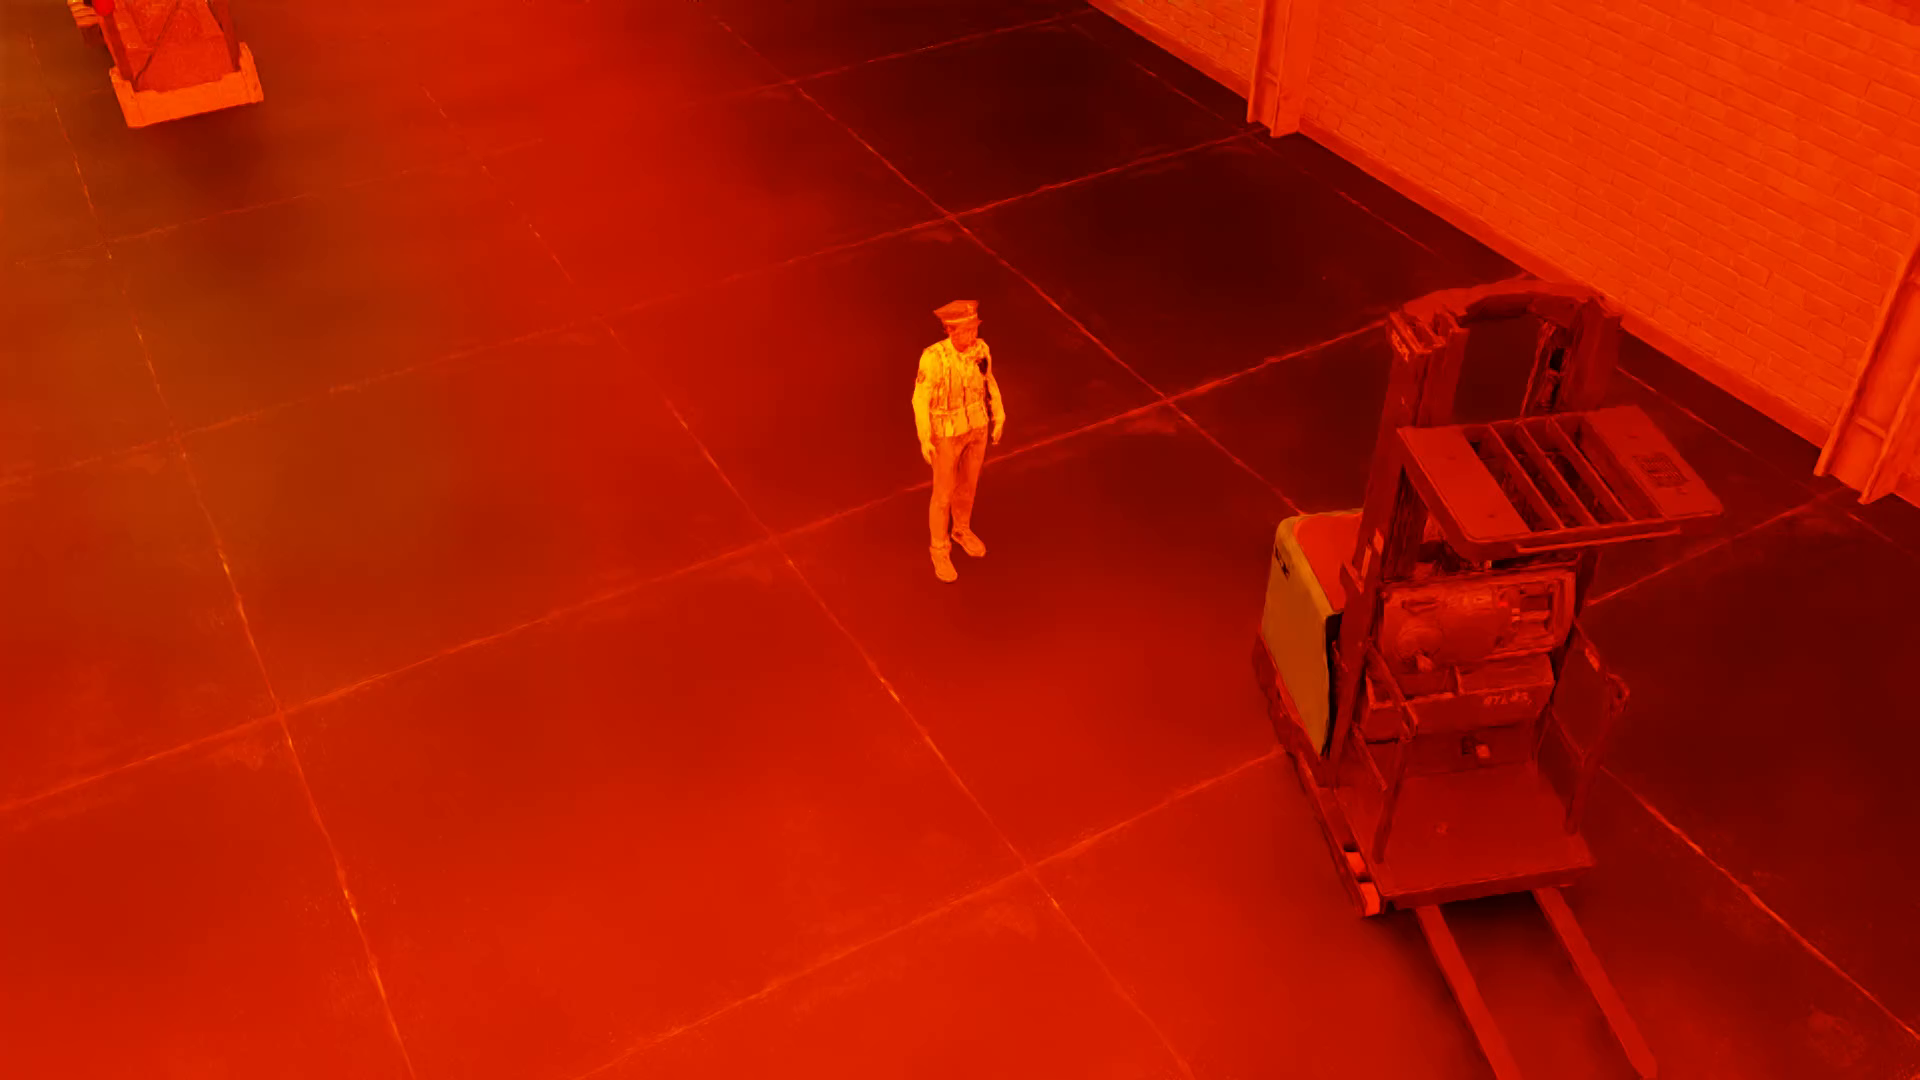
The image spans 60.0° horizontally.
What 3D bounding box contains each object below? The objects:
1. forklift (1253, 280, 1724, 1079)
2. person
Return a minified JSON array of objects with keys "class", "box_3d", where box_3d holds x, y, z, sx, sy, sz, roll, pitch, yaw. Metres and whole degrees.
[{"class":"forklift","box_3d":[2.424,0.450,7.493,1.130,2.935,3.031,-7,40,-8]},{"class":"person","box_3d":[0.028,-0.618,9.738,0.586,1.695,0.533,-20,44,-23]}]
